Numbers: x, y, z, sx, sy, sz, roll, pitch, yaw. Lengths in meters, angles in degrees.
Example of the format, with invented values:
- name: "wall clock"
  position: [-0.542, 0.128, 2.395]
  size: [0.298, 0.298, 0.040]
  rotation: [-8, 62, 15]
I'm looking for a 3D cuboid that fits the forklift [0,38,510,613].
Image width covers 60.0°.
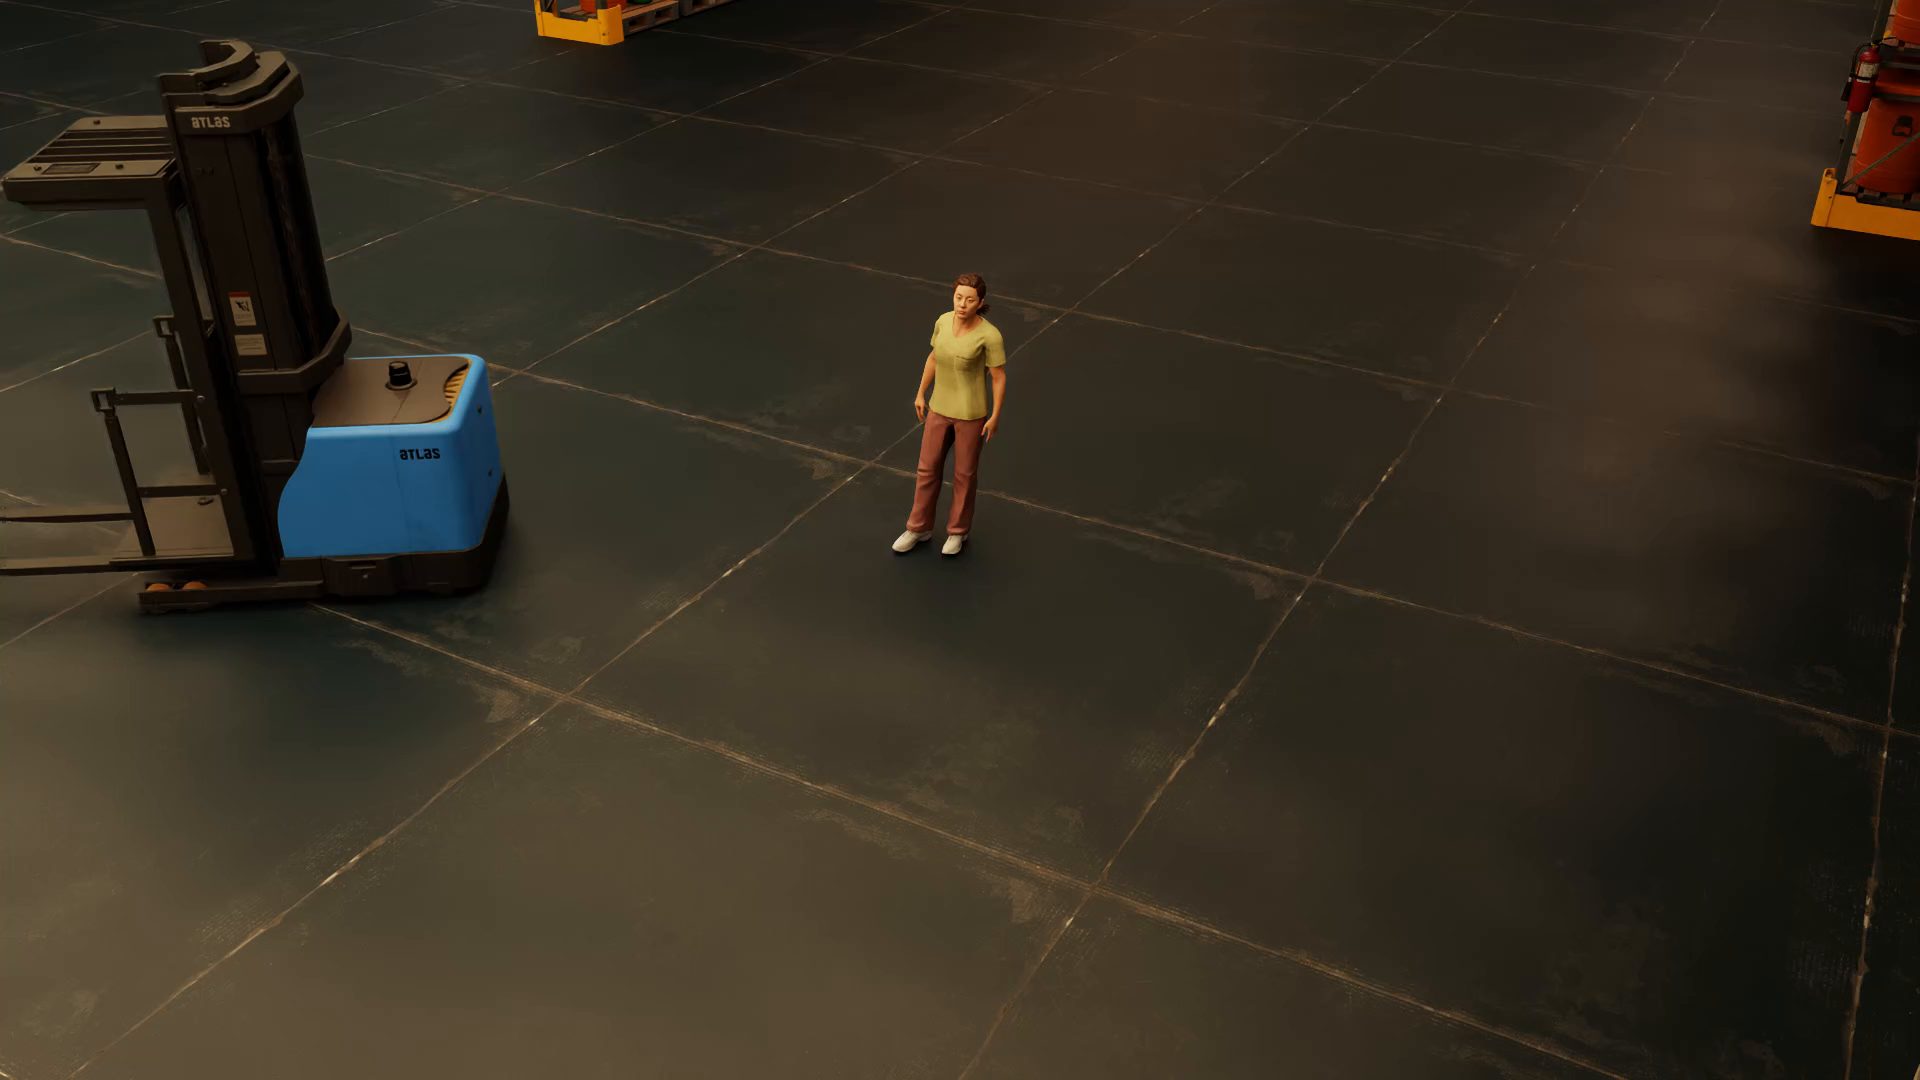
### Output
- name: "forklift"
  position: [-4.236, -1.136, 9.038]
  size: [3.031, 2.935, 1.130]
  rotation: [-3, 30, -4]

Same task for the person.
- name: "person"
  position: [-0.046, -0.703, 9.530]
  size: [0.553, 1.675, 0.549]
  rotation: [15, 33, 25]
